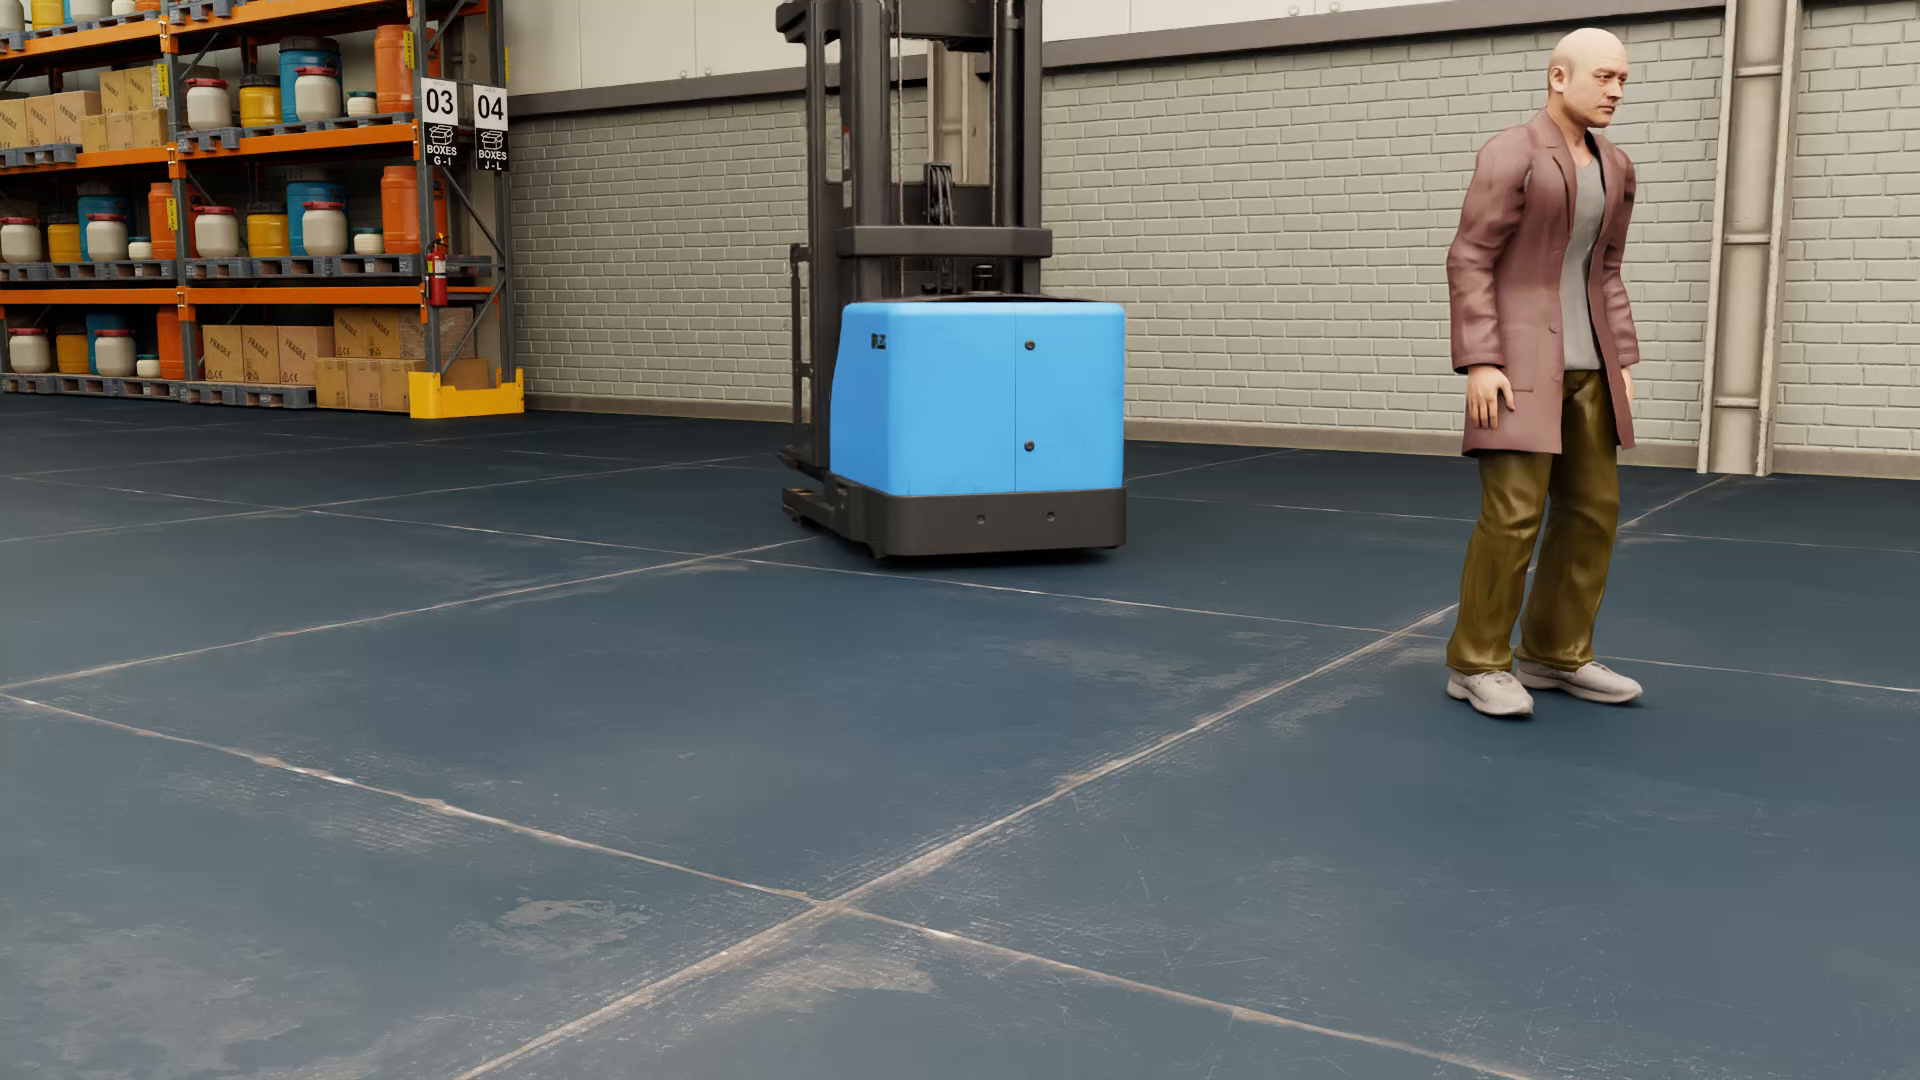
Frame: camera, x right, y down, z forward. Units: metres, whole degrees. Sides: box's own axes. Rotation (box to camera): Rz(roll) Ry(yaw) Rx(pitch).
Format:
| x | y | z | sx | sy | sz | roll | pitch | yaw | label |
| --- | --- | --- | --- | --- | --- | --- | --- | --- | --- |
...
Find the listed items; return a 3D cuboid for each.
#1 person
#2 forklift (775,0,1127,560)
| x | y | z | sx | sy | sz | roll | pitch | yaw | label |
| --- | --- | --- | --- | --- | --- | --- | --- | --- | --- |
| 1.577 | -0.445 | 4.438 | 0.643 | 1.772 | 0.433 | -4 | 9 | -27 | person |
| -0.251 | -1.537 | 8.000 | 1.130 | 2.935 | 3.031 | -3 | 9 | -18 | forklift |
